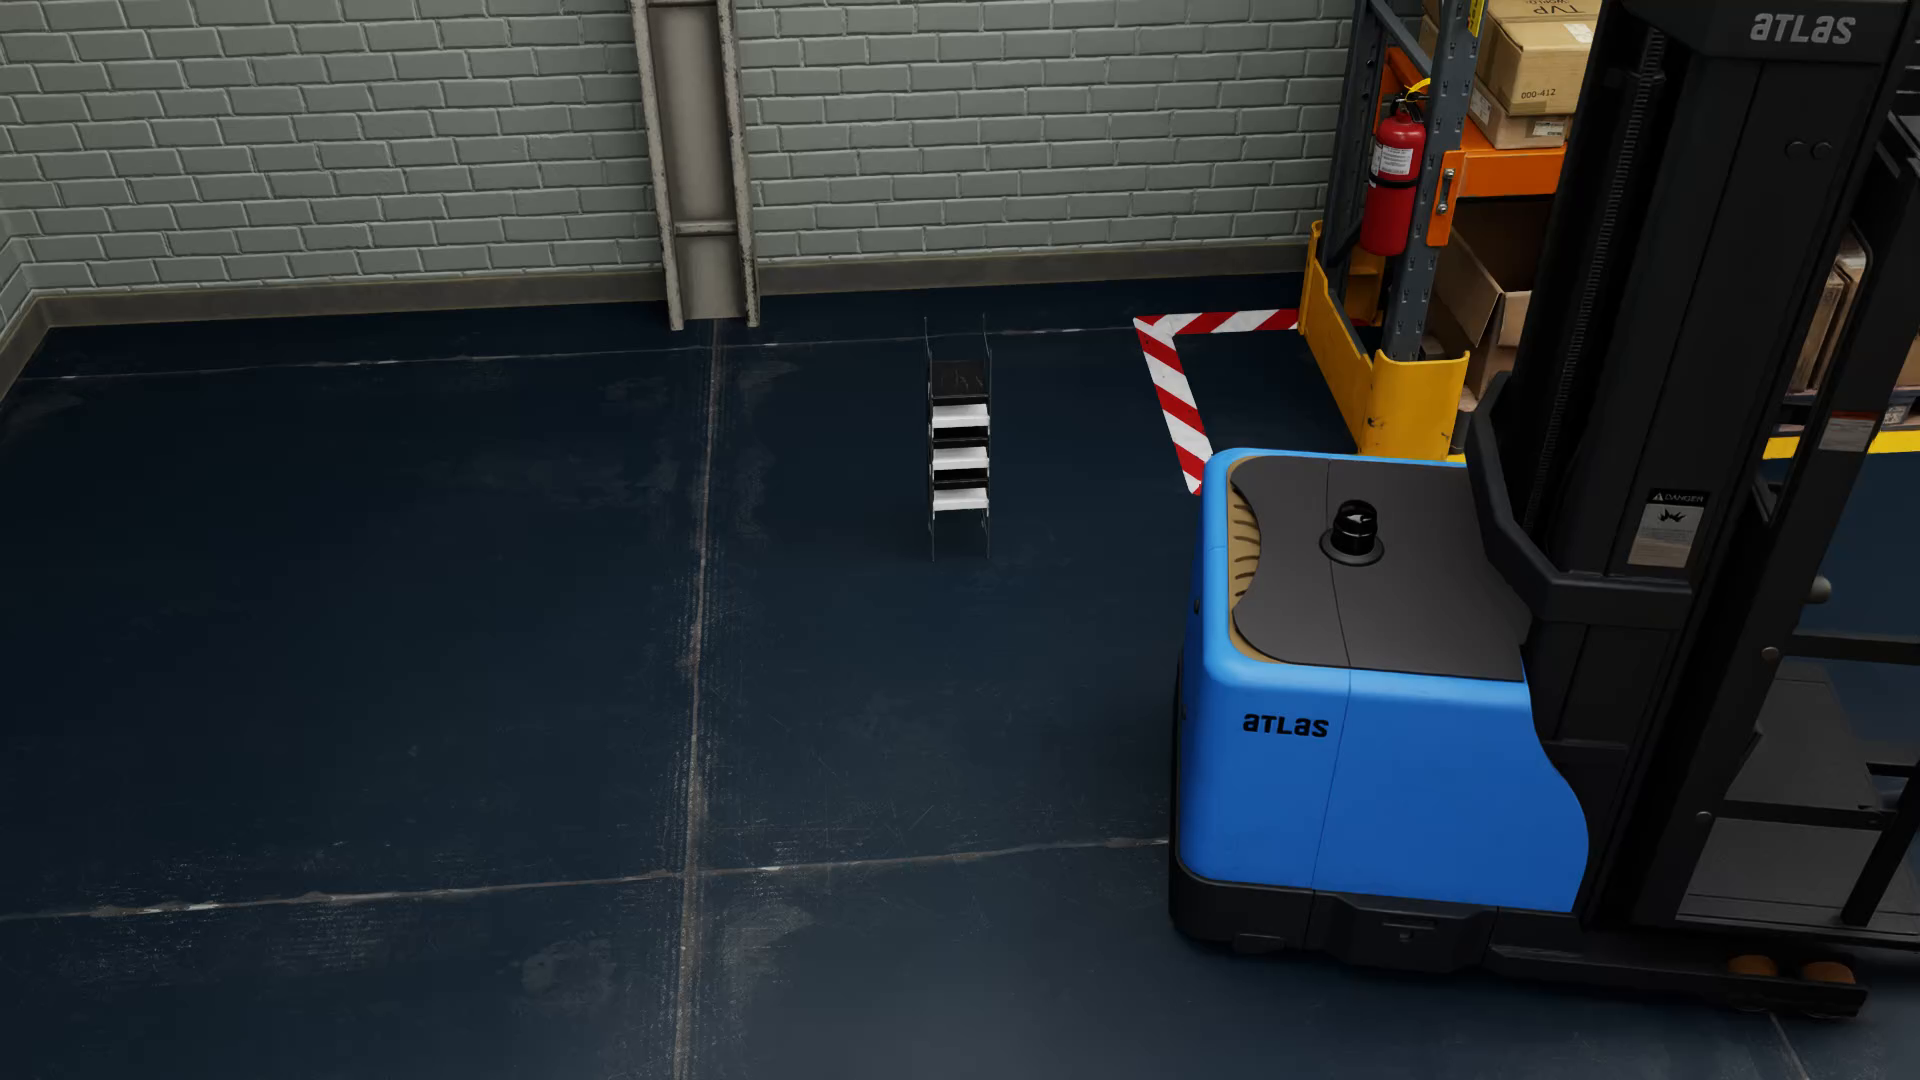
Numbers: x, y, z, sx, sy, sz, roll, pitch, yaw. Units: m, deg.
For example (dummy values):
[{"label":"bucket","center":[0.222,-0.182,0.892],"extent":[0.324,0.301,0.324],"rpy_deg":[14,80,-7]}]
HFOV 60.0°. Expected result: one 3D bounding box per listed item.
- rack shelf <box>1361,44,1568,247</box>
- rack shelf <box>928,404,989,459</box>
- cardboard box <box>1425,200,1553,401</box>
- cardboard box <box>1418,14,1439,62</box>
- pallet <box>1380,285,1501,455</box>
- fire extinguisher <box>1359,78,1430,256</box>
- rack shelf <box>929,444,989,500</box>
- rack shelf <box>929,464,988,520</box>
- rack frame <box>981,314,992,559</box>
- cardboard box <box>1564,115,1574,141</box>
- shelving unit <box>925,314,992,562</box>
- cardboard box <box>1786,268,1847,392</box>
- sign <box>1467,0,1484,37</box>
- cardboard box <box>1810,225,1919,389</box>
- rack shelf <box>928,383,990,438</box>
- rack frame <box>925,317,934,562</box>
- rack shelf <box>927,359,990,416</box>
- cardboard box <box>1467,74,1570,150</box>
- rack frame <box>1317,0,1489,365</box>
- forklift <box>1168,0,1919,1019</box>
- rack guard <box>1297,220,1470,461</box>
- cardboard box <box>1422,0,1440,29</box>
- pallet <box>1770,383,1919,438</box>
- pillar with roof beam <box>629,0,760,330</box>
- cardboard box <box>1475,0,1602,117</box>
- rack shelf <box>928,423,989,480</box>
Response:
[{"label":"rack shelf","center":[3.646,-1.641,6.488],"extent":[4.000,0.370,1.077],"rpy_deg":[-3,38,-4]},{"label":"rack shelf","center":[-0.008,-0.397,5.936],"extent":[0.200,0.077,0.258],"rpy_deg":[-3,38,-4]},{"label":"cardboard box","center":[2.271,-0.973,6.738],"extent":[0.637,0.503,0.797],"rpy_deg":[-5,39,-6]},{"label":"cardboard box","center":[1.960,-1.898,6.437],"extent":[0.250,0.149,0.380],"rpy_deg":[-4,38,-4]},{"label":"pallet","center":[2.523,-0.767,7.052],"extent":[1.213,0.211,1.003],"rpy_deg":[-3,38,-4]},{"label":"fire extinguisher","center":[1.548,-1.343,5.894],"extent":[0.183,0.674,0.296],"rpy_deg":[-3,38,-4]},{"label":"rack shelf","center":[-0.008,-0.256,6.047],"extent":[0.200,0.077,0.258],"rpy_deg":[-3,38,-4]},{"label":"rack shelf","center":[-0.008,-0.185,6.103],"extent":[0.200,0.077,0.258],"rpy_deg":[-3,38,-4]},{"label":"rack frame","center":[0.093,-0.358,5.978],"extent":[0.006,0.900,0.240],"rpy_deg":[-3,38,-4]},{"label":"cardboard box","center":[2.255,-1.606,6.066],"extent":[0.250,0.149,0.380],"rpy_deg":[-2,38,-3]},{"label":"shelving unit","center":[-0.008,-0.353,5.971],"extent":[0.210,0.900,0.258],"rpy_deg":[-3,38,-4]},{"label":"cardboard box","center":[3.126,-0.995,6.768],"extent":[0.500,0.500,0.700],"rpy_deg":[-2,38,-2]},{"label":"sign","center":[1.702,-1.818,5.434],"extent":[0.005,0.325,0.100],"rpy_deg":[-3,38,-4]},{"label":"cardboard box","center":[3.662,-0.962,6.727],"extent":[0.500,0.500,0.500],"rpy_deg":[-2,38,-3]},{"label":"rack shelf","center":[-0.008,-0.468,5.880],"extent":[0.200,0.077,0.258],"rpy_deg":[-3,38,-4]},{"label":"rack frame","center":[-0.109,-0.347,5.964],"extent":[0.006,0.900,0.240],"rpy_deg":[-3,38,-4]},{"label":"rack shelf","center":[-0.008,-0.539,5.824],"extent":[0.200,0.077,0.258],"rpy_deg":[-3,38,-4]},{"label":"cardboard box","center":[2.005,-1.563,6.013],"extent":[0.250,0.149,0.380],"rpy_deg":[-3,38,-4]},{"label":"rack frame","center":[1.654,-1.813,6.126],"extent":[0.127,3.000,1.000],"rpy_deg":[-3,38,-4]},{"label":"forklift","center":[2.154,-0.184,4.117],"extent":[3.031,2.935,1.130],"rpy_deg":[4,38,5]},{"label":"rack guard","center":[1.729,-0.836,6.906],"extent":[0.348,0.500,1.175],"rpy_deg":[-3,38,-4]},{"label":"cardboard box","center":[2.088,-2.060,6.320],"extent":[0.500,0.250,0.500],"rpy_deg":[-2,38,-3]},{"label":"pallet","center":[3.736,-0.832,7.134],"extent":[1.213,0.211,1.003],"rpy_deg":[-3,38,-4]},{"label":"pillar with roof beam","center":[-0.731,-1.920,1.419],"extent":[0.400,9.000,9.100],"rpy_deg":[-3,38,-4]},{"label":"cardboard box","center":[2.129,-1.730,5.902],"extent":[0.500,0.250,0.500],"rpy_deg":[-3,38,-4]},{"label":"rack shelf","center":[-0.008,-0.327,5.991],"extent":[0.200,0.077,0.258],"rpy_deg":[-3,38,-4]}]
